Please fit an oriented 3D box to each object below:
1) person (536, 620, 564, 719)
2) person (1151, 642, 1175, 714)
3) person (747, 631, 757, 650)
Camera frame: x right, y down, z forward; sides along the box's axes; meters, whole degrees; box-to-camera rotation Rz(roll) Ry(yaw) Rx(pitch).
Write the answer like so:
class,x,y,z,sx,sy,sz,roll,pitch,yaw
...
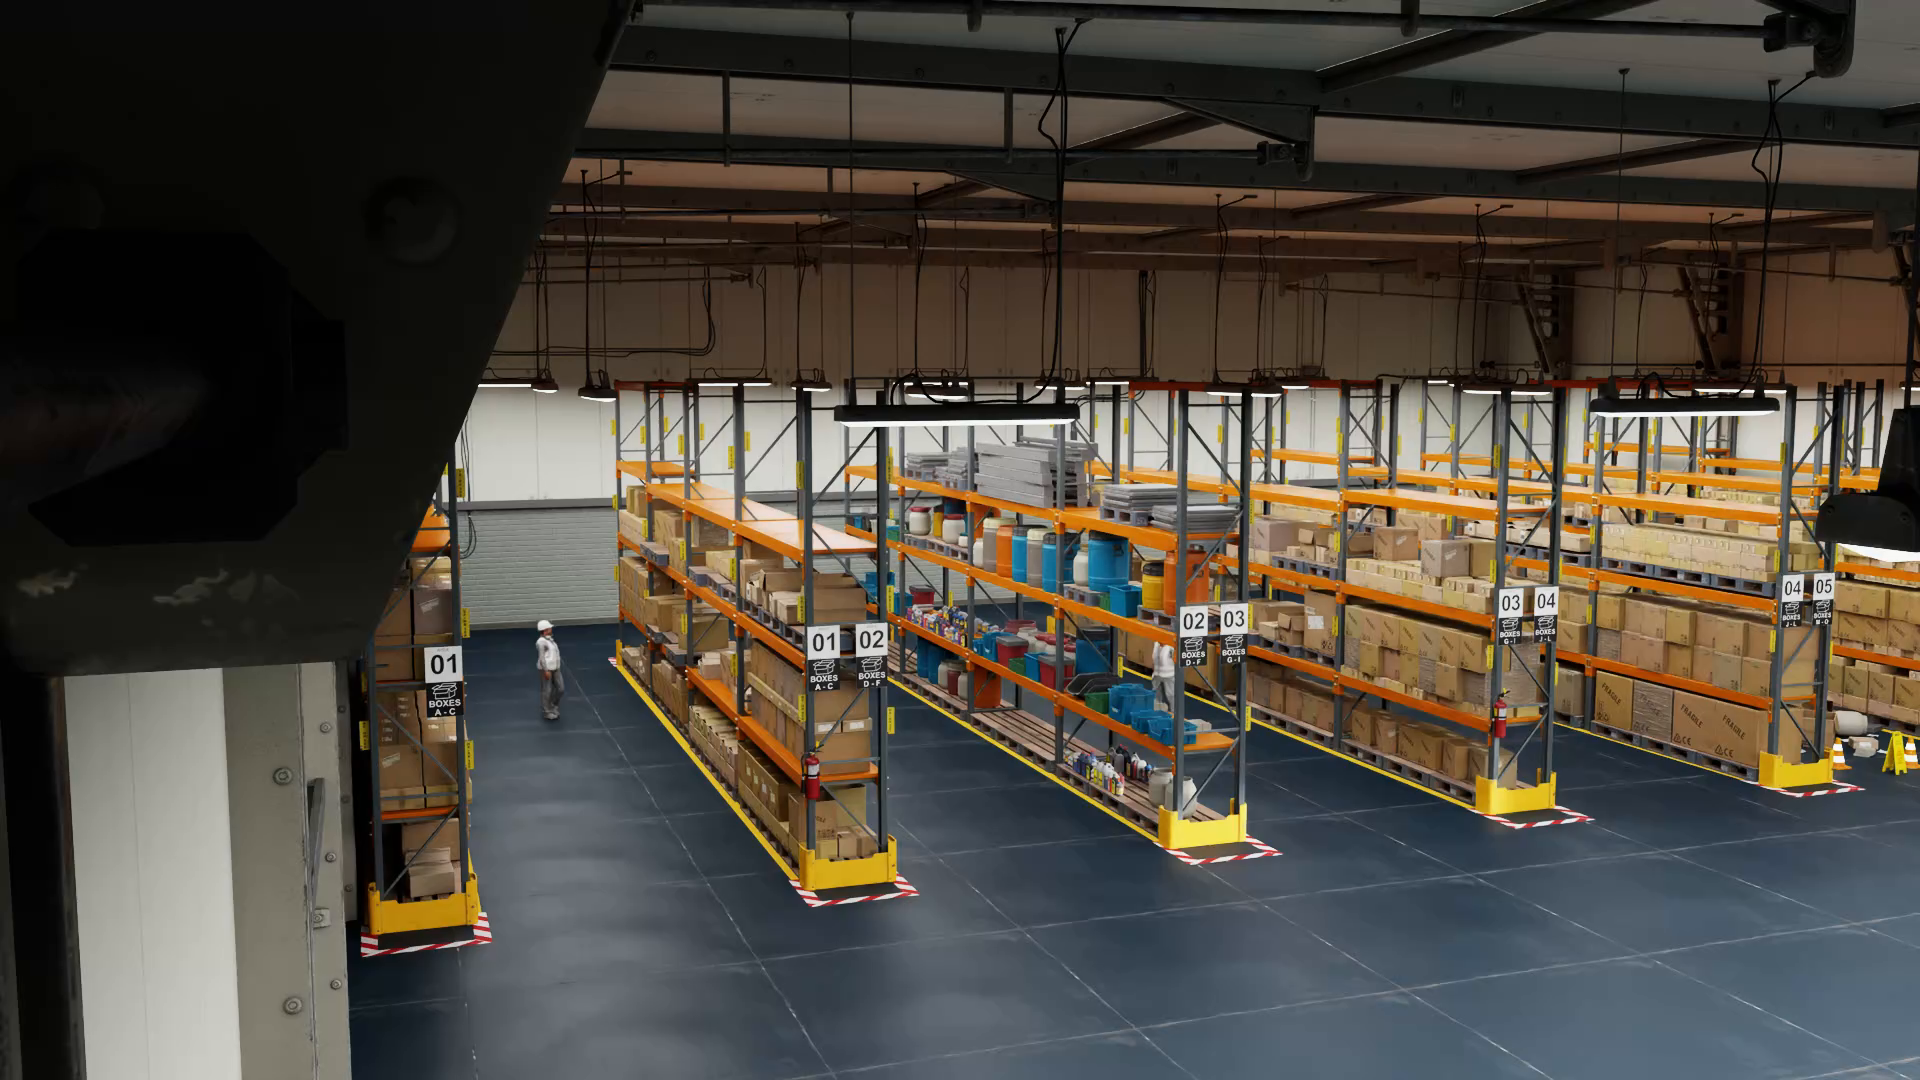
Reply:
class,x,y,z,sx,sy,sz,roll,pitch,yaw
person,-7.361,2.322,29.773,0.432,1.788,0.578,3,7,24
person,3.545,2.387,28.925,0.421,1.779,0.626,-5,8,-39
person,-4.166,1.944,33.867,0.436,1.659,0.505,0,6,-4
